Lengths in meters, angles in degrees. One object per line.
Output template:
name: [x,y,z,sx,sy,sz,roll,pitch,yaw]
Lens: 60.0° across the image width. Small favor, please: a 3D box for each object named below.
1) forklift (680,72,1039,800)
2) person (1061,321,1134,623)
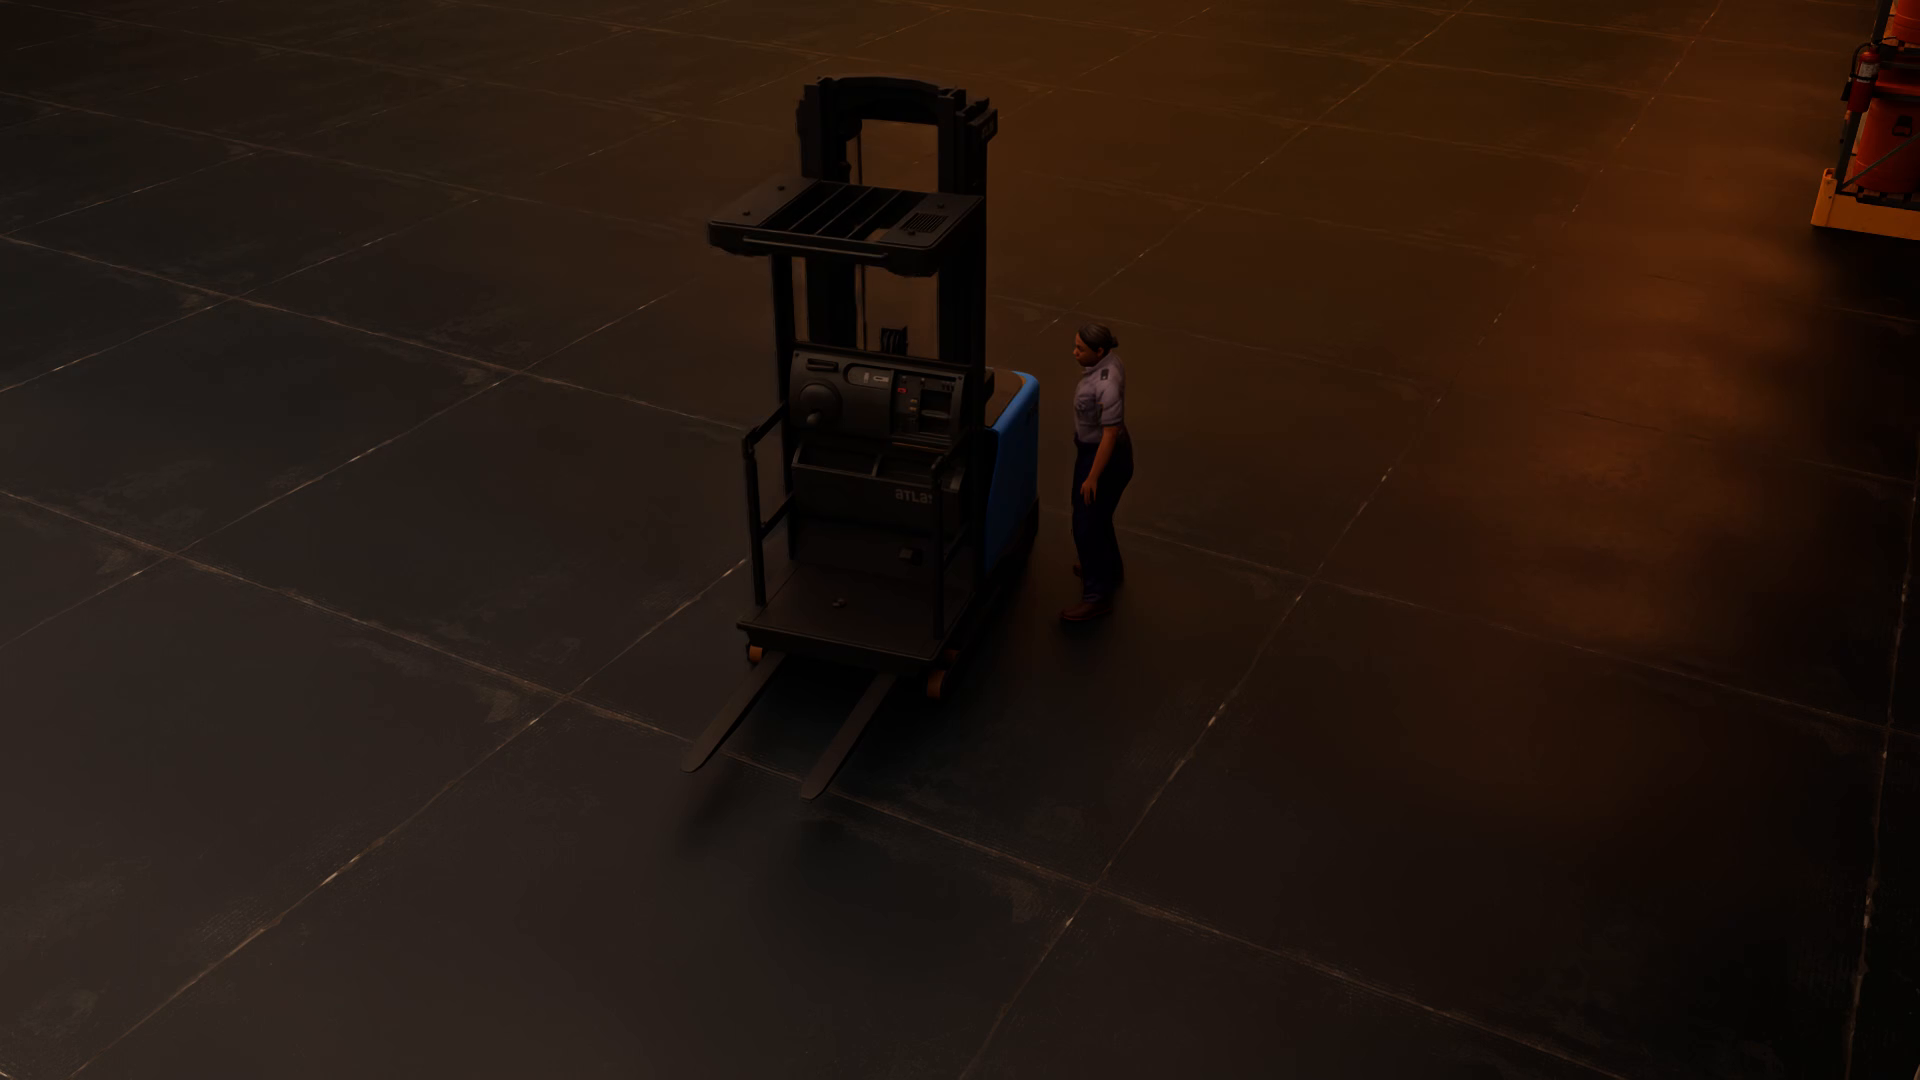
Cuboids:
forklift: [-0.491,-0.672,8.235,1.130,2.935,3.031,10,31,16]
person: [0.764,-0.429,9.127,0.374,1.627,0.766,2,30,3]
